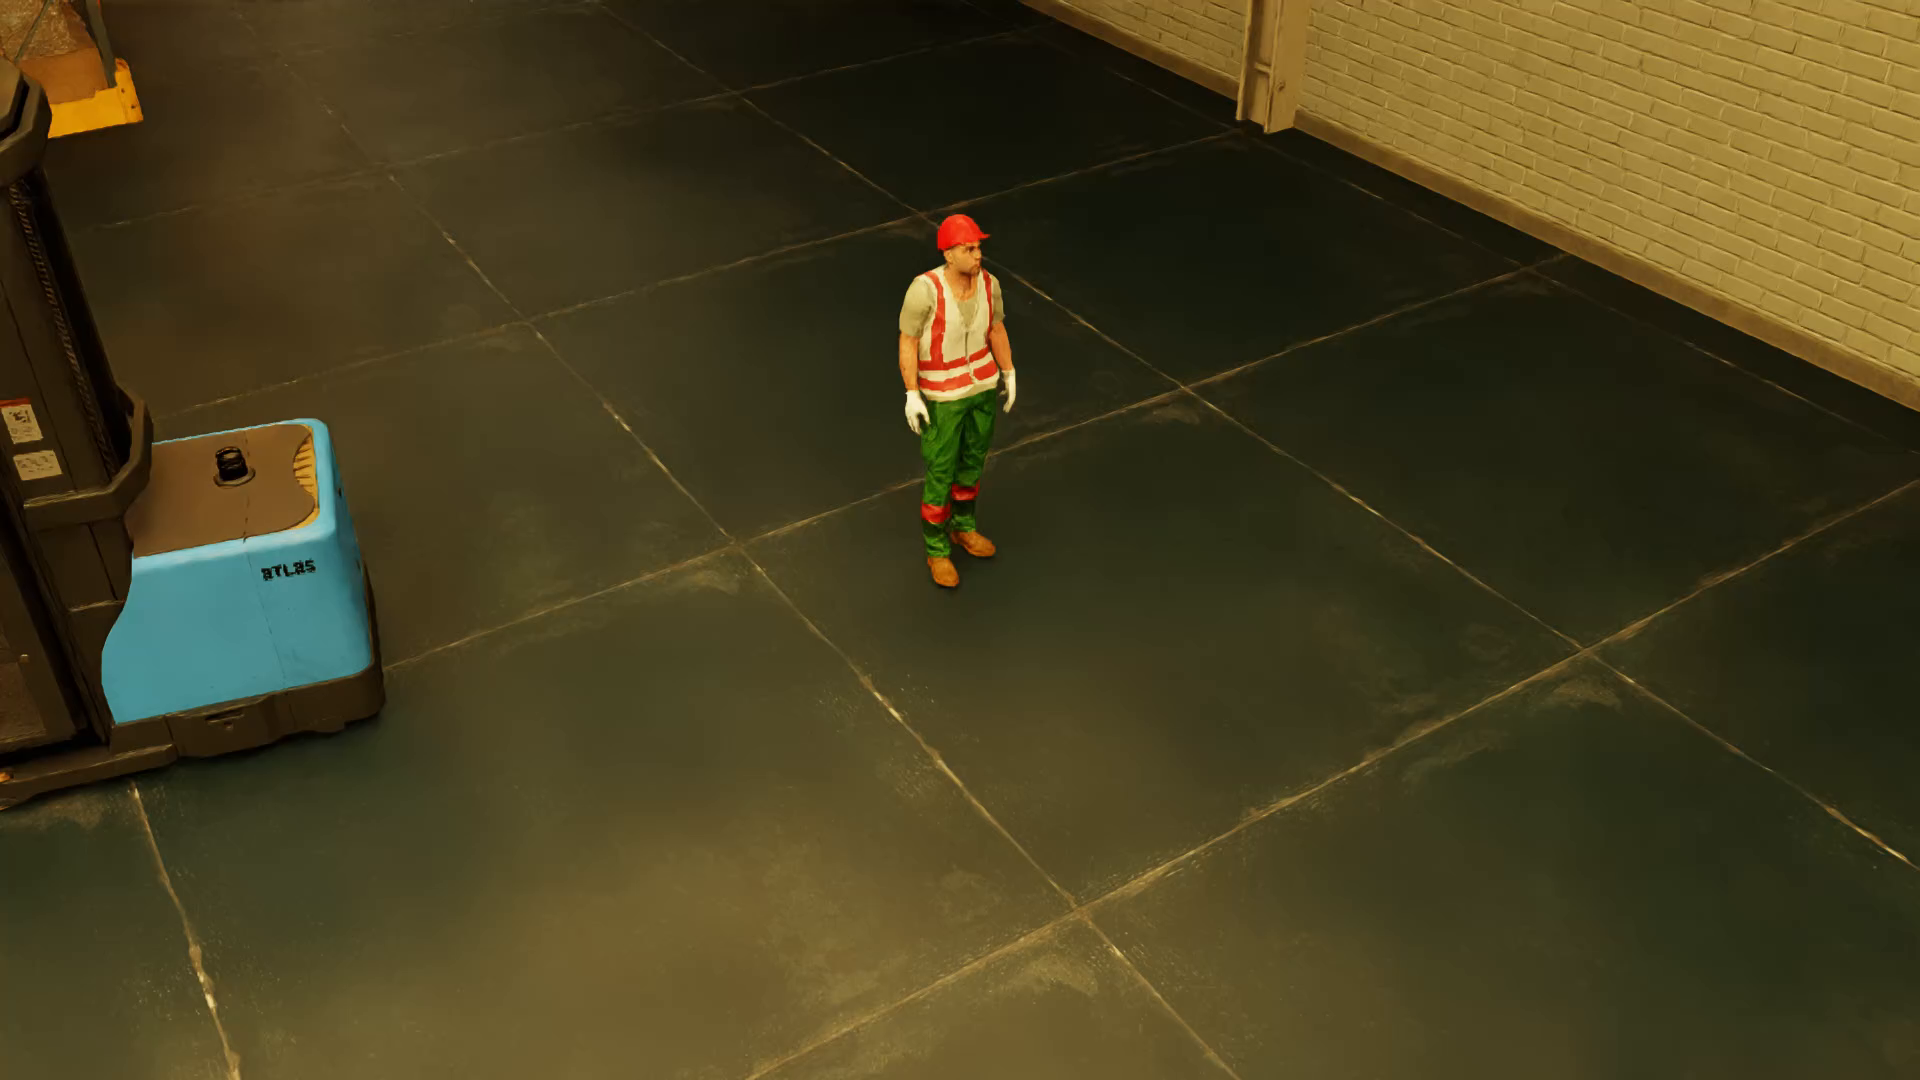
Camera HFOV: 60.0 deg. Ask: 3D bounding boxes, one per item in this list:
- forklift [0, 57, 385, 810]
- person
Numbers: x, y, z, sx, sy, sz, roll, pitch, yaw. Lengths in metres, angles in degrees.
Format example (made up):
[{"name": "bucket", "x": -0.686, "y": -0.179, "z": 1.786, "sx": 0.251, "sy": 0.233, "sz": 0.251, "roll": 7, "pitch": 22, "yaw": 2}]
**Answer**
[{"name": "forklift", "x": -4.176, "y": -0.354, "z": 6.652, "sx": 3.031, "sy": 2.935, "sz": 1.130, "roll": -12, "pitch": 37, "yaw": -16}, {"name": "person", "x": 0.034, "y": -0.695, "z": 8.119, "sx": 0.637, "sy": 1.787, "sz": 0.563, "roll": -21, "pitch": 40, "yaw": -27}]
